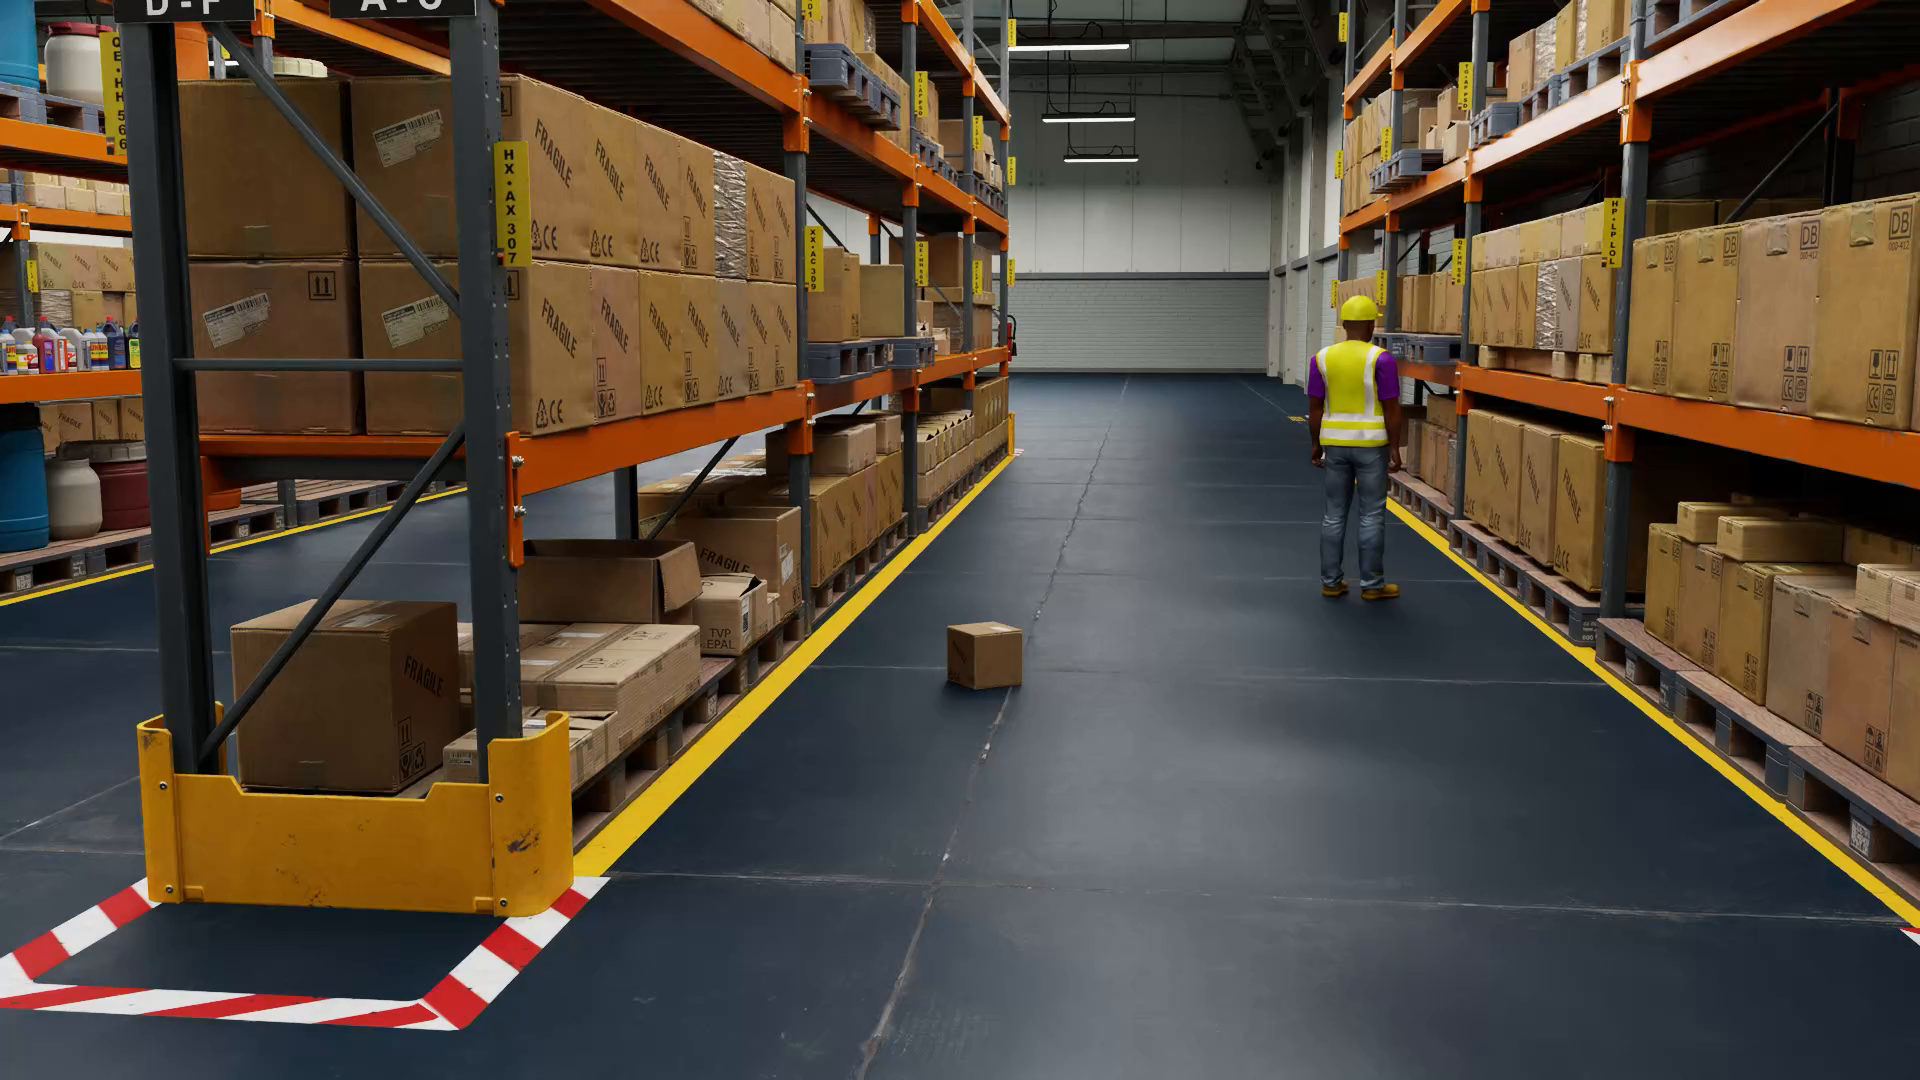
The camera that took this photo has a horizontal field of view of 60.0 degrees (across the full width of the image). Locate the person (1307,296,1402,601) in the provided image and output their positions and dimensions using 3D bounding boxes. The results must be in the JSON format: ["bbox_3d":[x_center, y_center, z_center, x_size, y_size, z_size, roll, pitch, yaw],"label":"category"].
[{"bbox_3d":[2.340,-0.544,9.795,0.564,1.772,0.374,5,9,36],"label":"person"}]
